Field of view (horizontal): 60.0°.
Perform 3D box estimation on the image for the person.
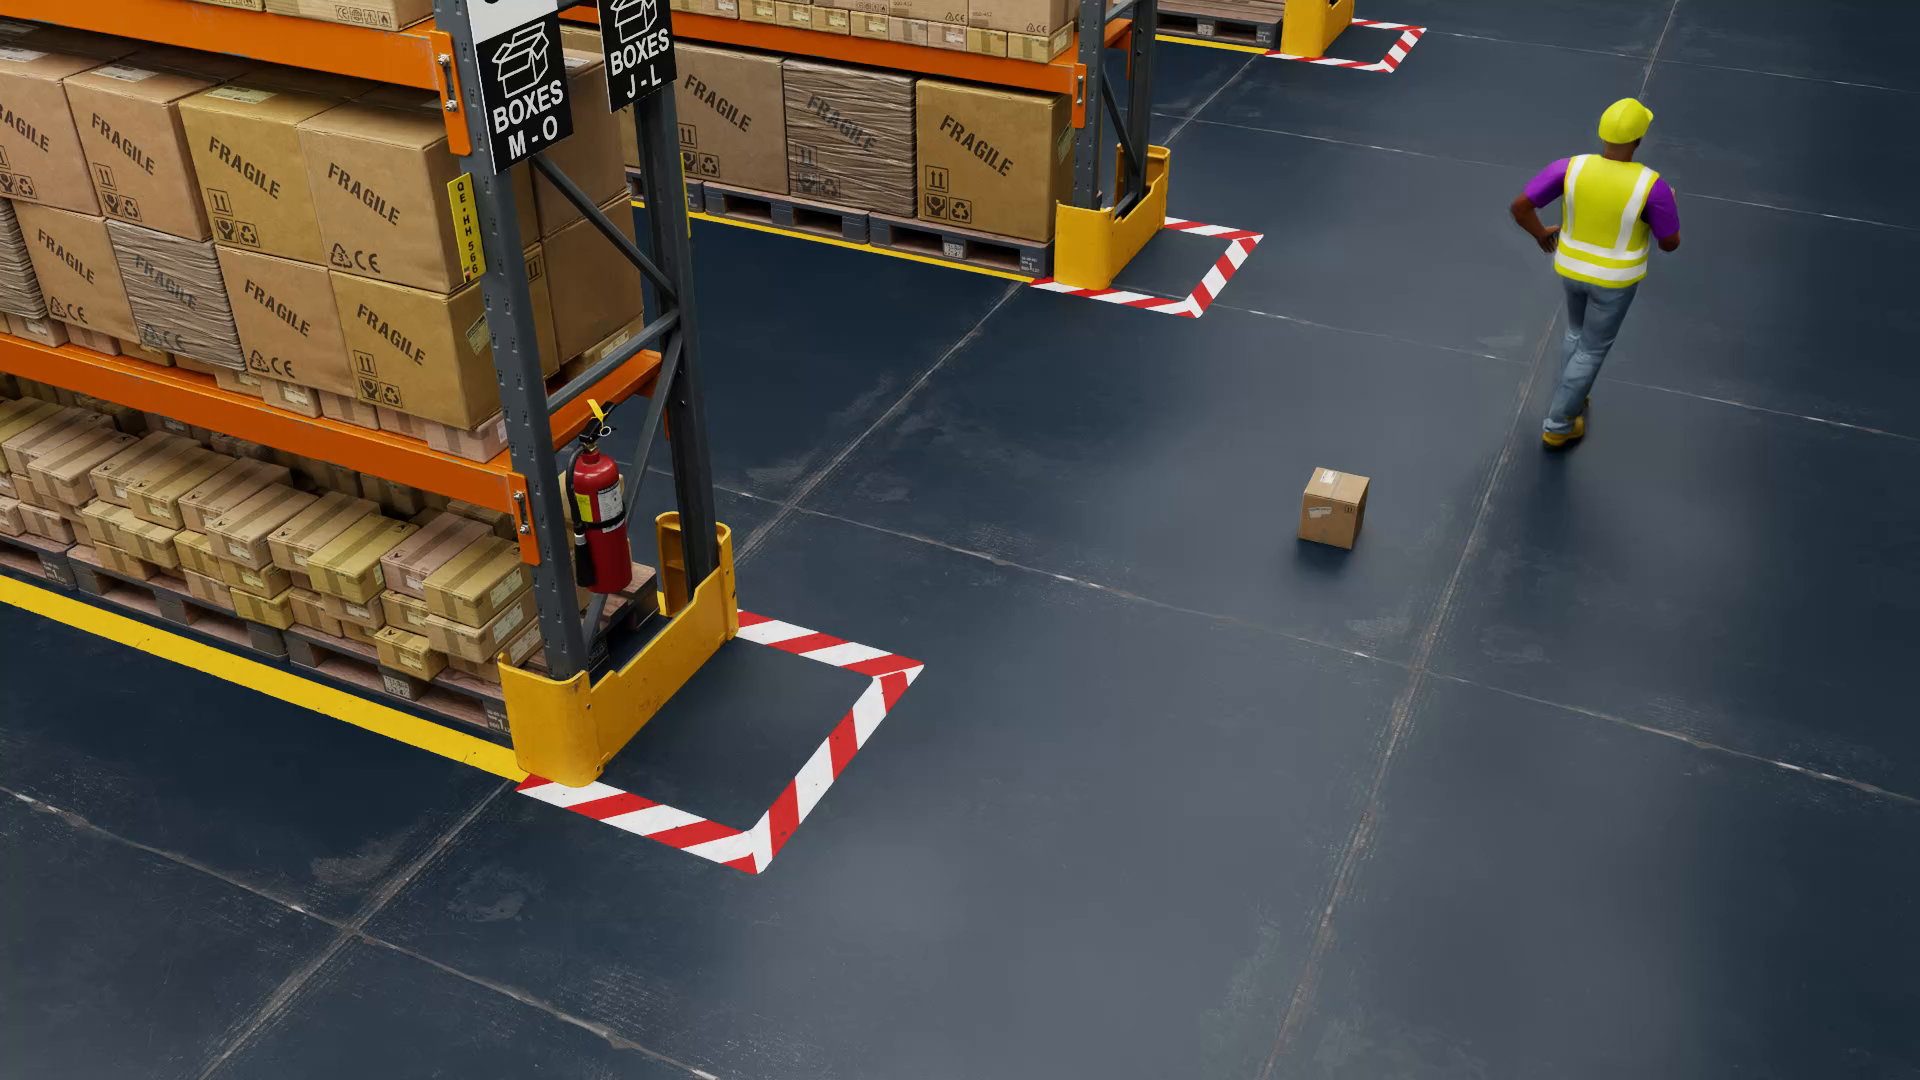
[{"bbox_3d":[3.118,-1.313,8.079,0.749,1.766,0.706,-27,42,-34],"label":"person"}]
